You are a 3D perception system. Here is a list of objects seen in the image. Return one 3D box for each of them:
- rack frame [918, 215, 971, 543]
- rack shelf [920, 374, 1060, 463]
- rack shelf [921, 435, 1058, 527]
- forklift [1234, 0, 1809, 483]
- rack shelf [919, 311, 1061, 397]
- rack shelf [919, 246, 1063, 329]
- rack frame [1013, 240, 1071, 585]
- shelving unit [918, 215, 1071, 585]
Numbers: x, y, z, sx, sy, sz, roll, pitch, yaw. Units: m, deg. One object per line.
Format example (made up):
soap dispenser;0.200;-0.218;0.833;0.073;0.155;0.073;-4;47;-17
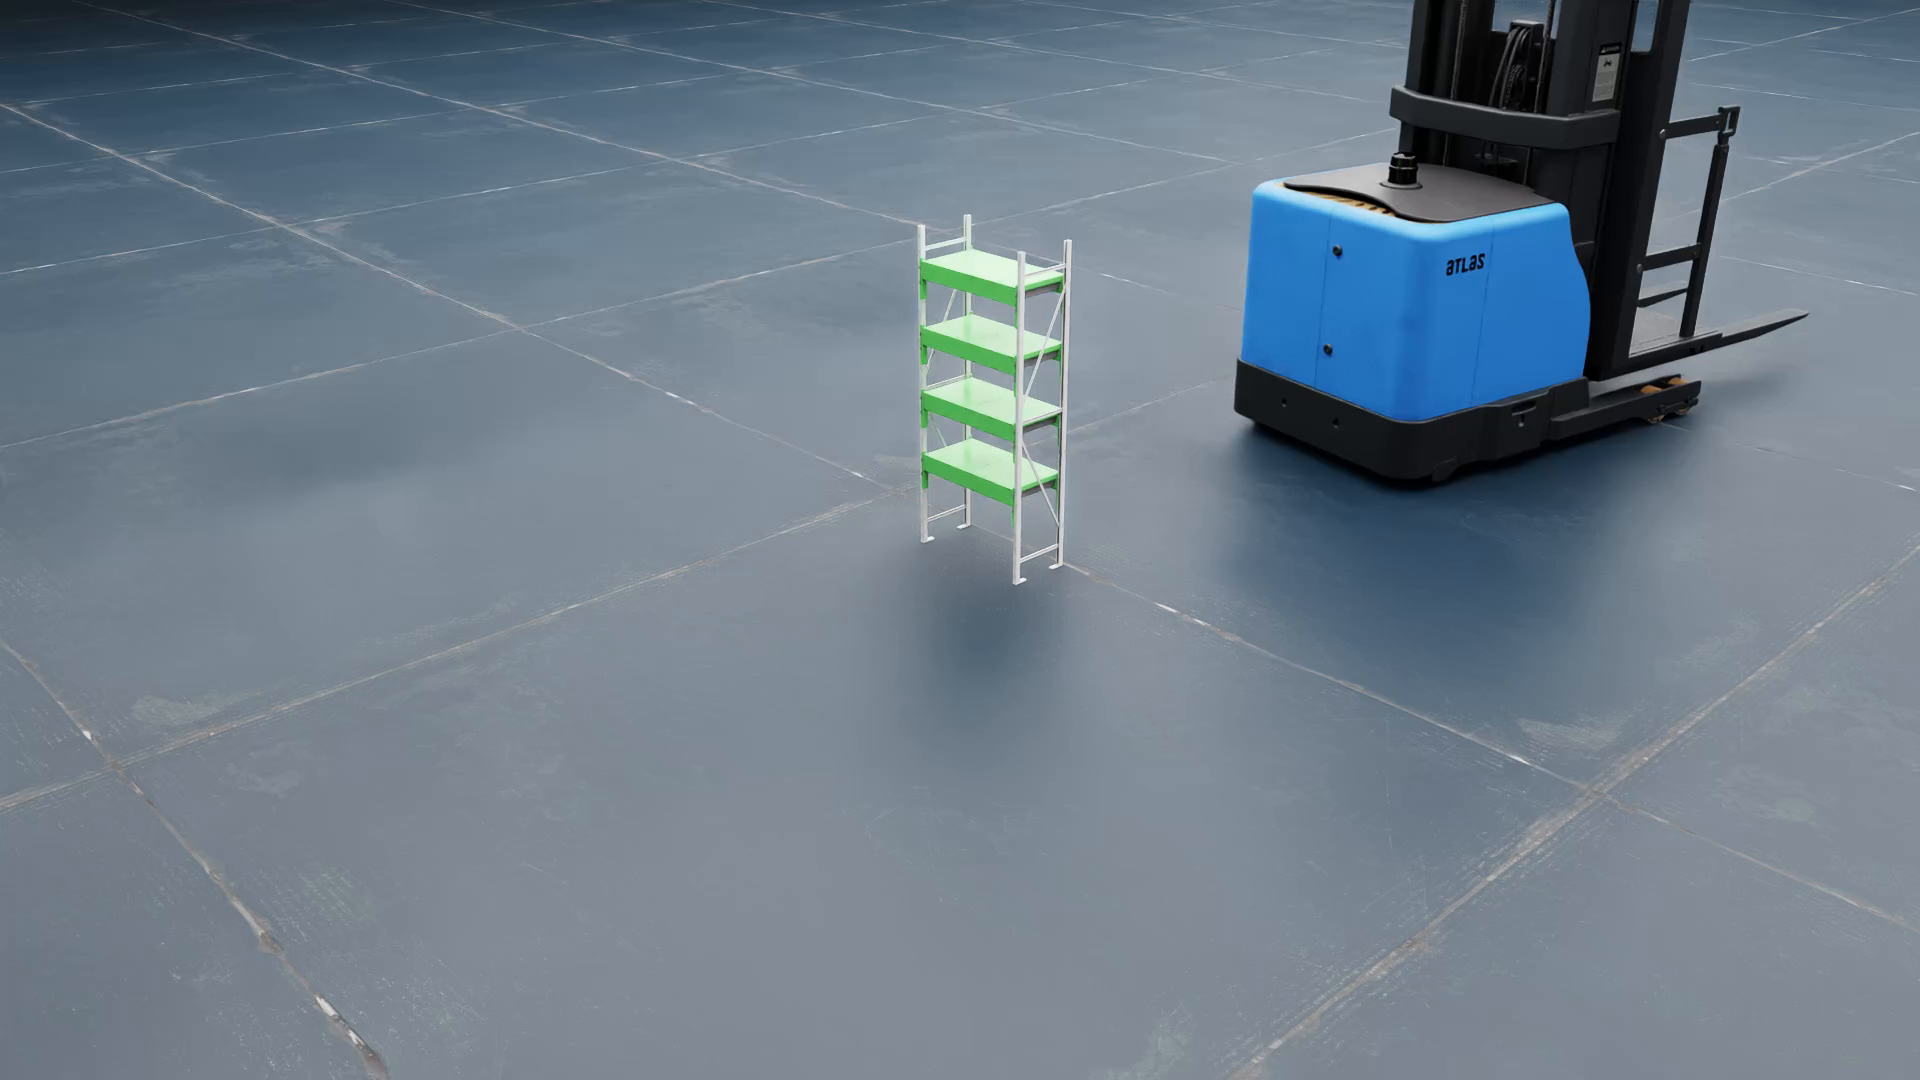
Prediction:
rack frame;-0.054;-0.570;6.053;0.240;1.200;0.015;-21;32;-38
rack shelf;0.113;-0.438;5.918;0.258;0.148;0.480;-21;32;-38
rack shelf;0.113;-0.219;6.017;0.258;0.148;0.480;-21;32;-38
forklift;2.720;-2.017;7.141;3.031;2.935;1.130;-15;29;-30
rack shelf;0.113;-0.656;5.818;0.258;0.148;0.480;-21;32;-38
rack shelf;0.113;-0.874;5.718;0.258;0.148;0.480;-21;32;-38
rack frame;0.280;-0.422;5.729;0.240;1.200;0.015;-21;32;-38
shelving unit;0.113;-0.496;5.891;0.258;1.200;0.503;-21;32;-38
